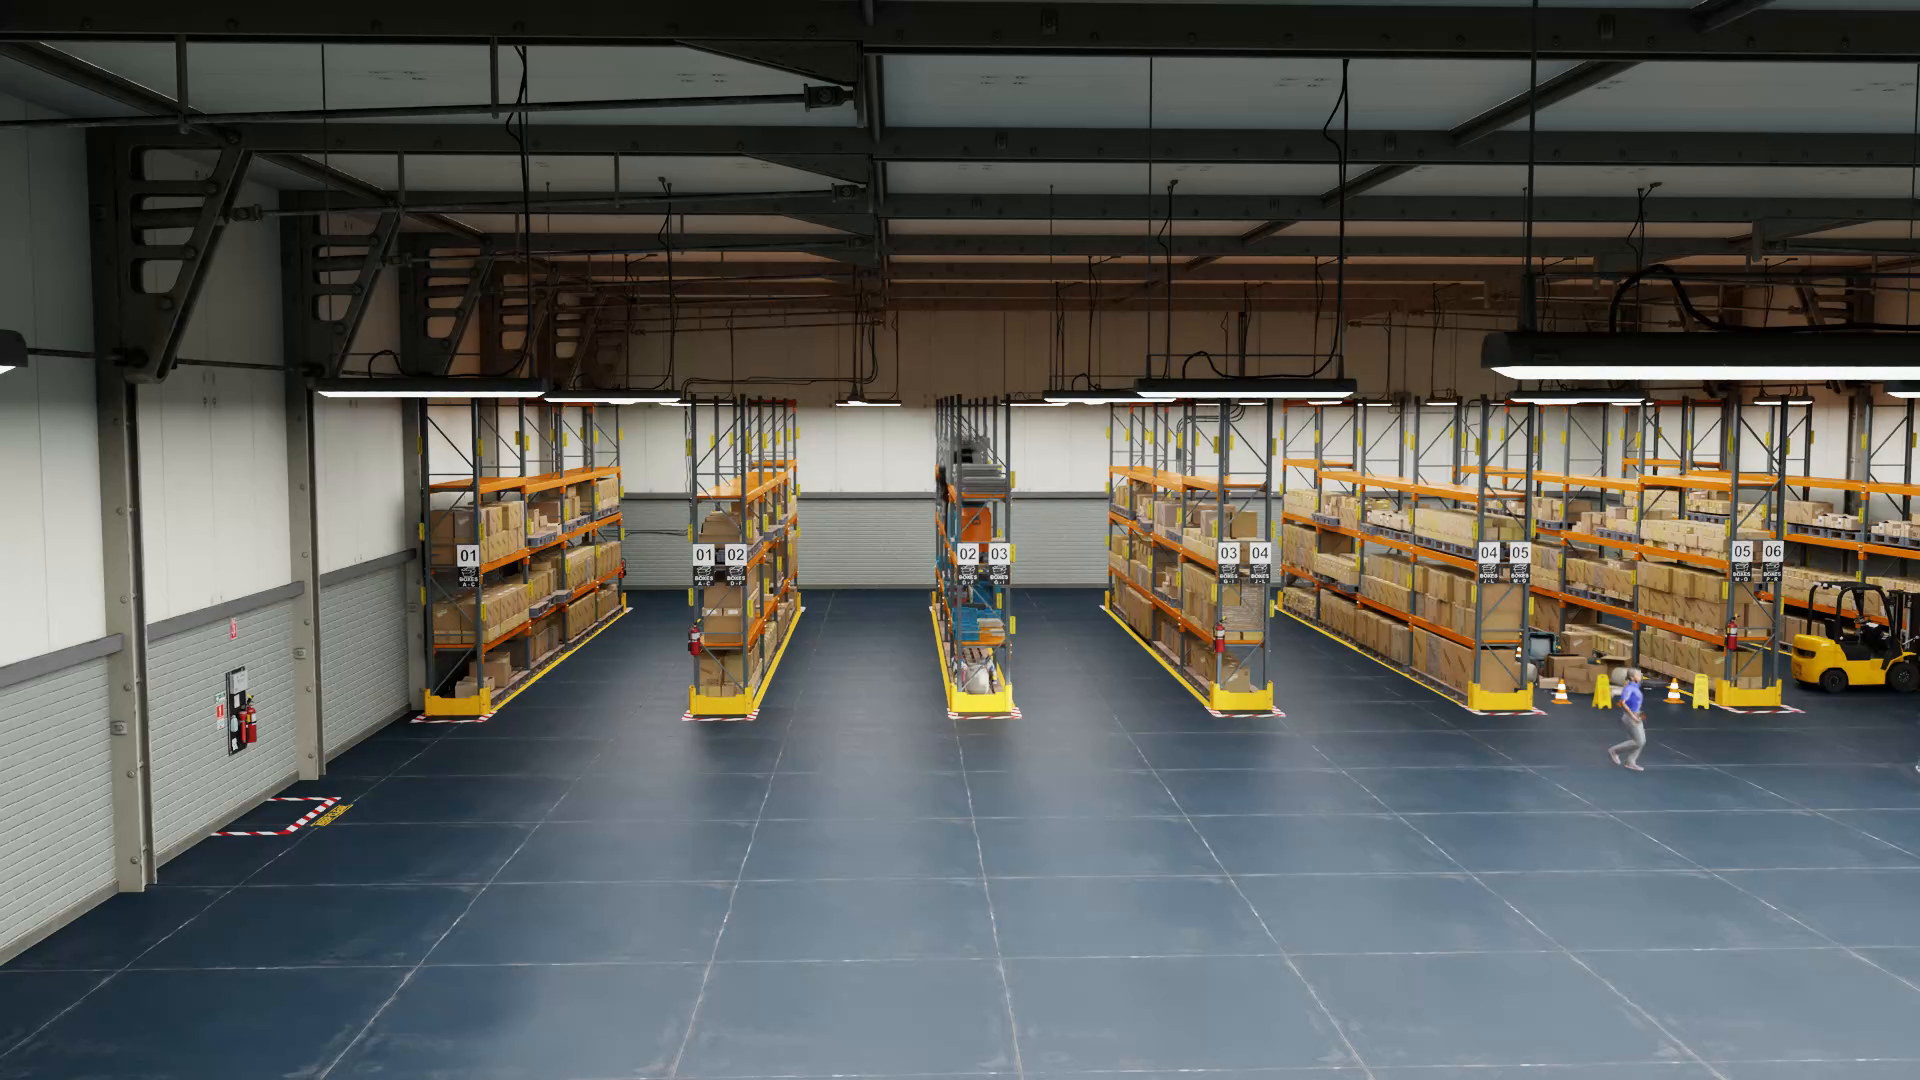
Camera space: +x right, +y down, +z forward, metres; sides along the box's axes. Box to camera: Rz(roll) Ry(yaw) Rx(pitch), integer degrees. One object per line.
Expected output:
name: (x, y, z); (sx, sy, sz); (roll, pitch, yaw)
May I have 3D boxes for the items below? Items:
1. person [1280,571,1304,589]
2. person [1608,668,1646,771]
person: (9.803, 1.009, 49.006); (0.692, 1.743, 0.742); (0, 4, -1)
person: (10.623, 2.843, 26.443); (0.529, 1.622, 0.567); (3, 5, 31)
